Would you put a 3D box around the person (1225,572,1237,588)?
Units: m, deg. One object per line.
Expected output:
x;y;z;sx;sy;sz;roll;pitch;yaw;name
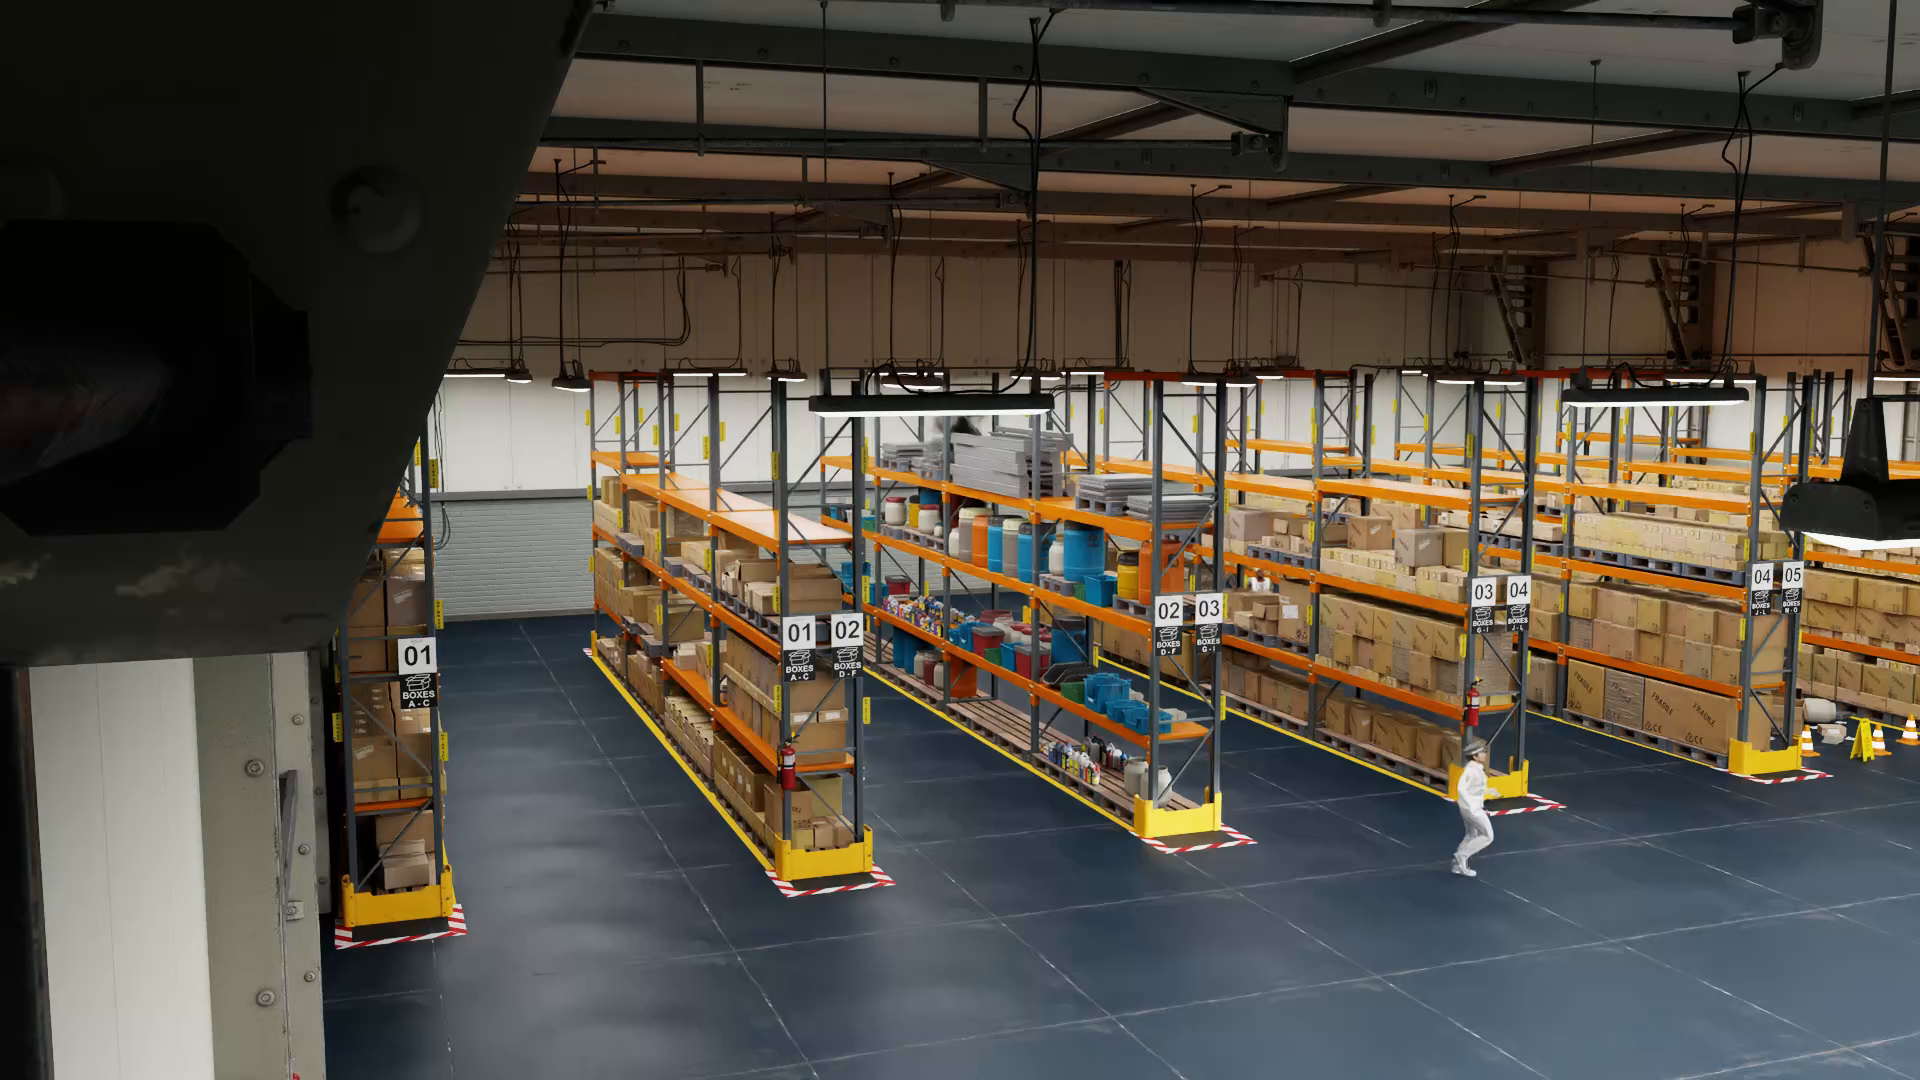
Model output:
6.737;0.810;41.489;0.871;1.806;0.685;-3;7;-22;person

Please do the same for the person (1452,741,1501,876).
6.285;3.253;20.201;0.549;1.666;0.598;1;7;12;person

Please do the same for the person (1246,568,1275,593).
6.461;1.450;35.845;0.670;1.838;0.781;-2;7;-14;person
